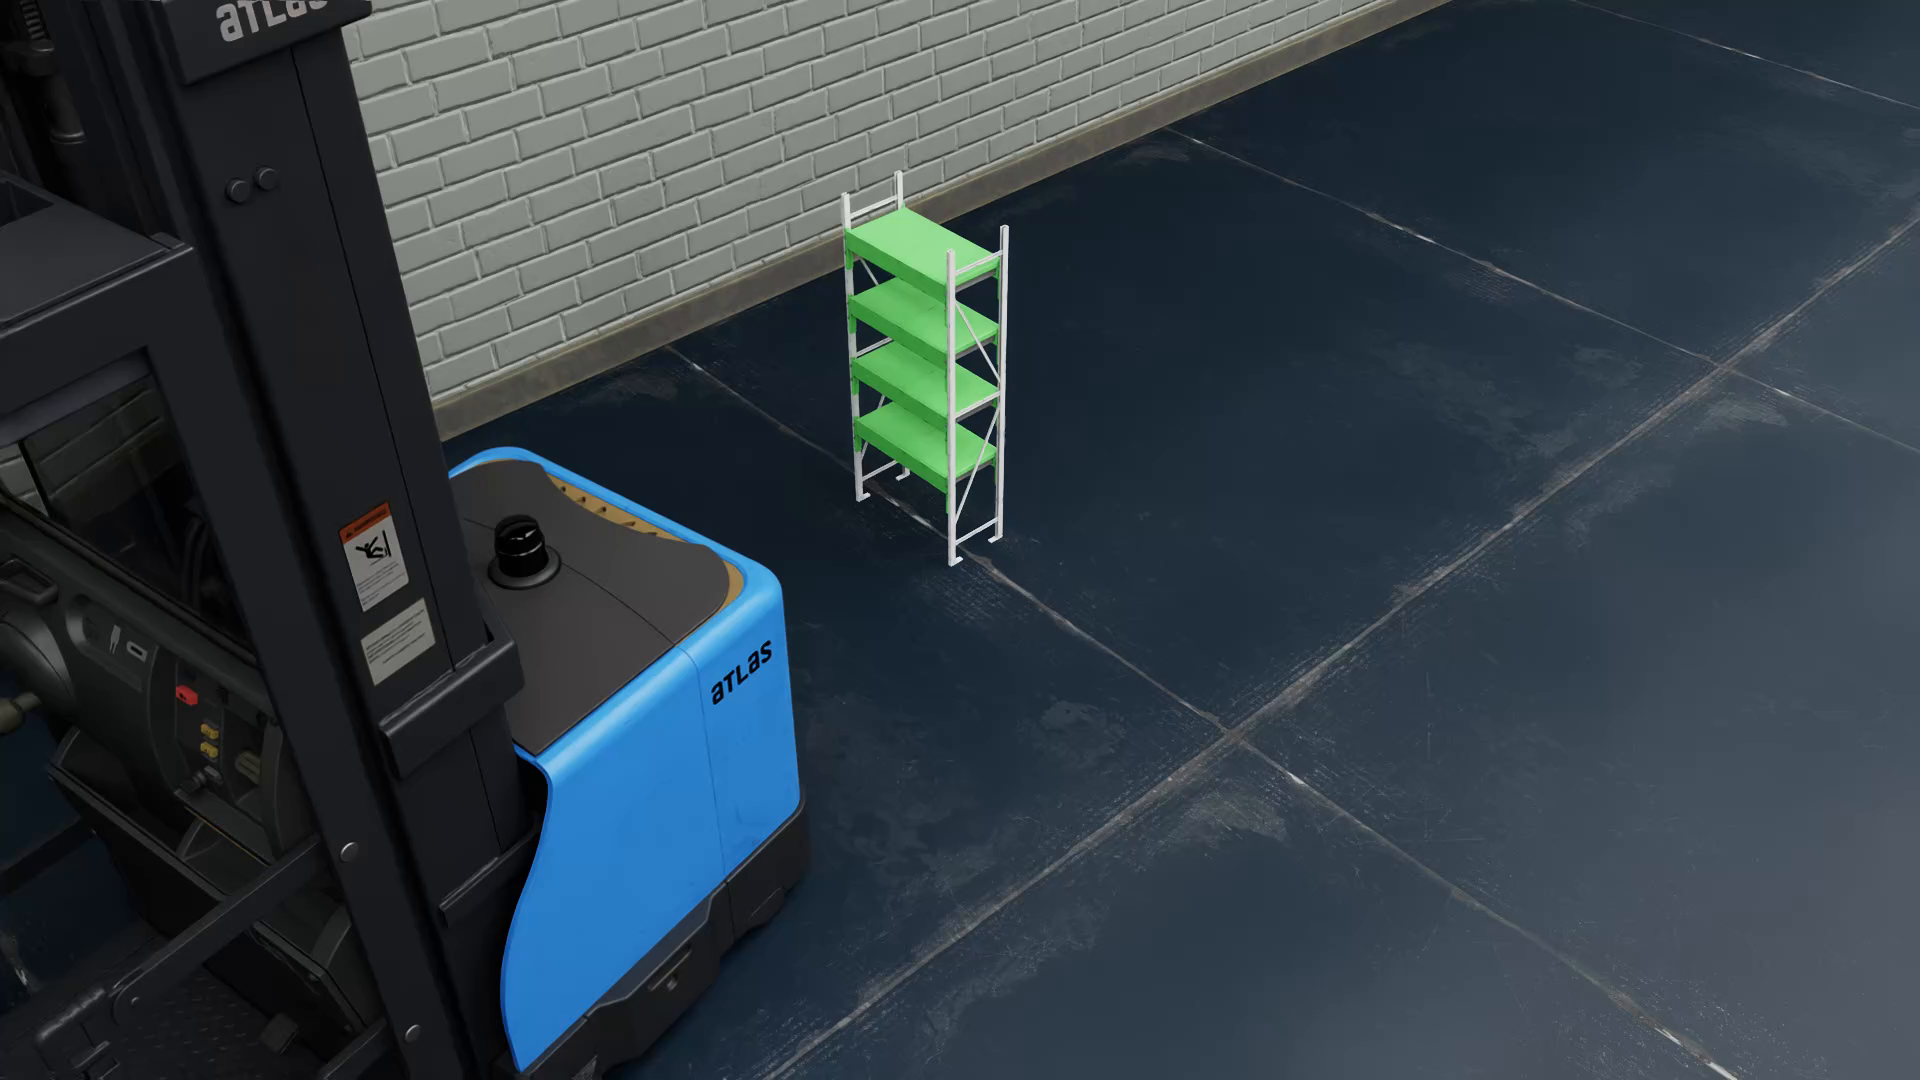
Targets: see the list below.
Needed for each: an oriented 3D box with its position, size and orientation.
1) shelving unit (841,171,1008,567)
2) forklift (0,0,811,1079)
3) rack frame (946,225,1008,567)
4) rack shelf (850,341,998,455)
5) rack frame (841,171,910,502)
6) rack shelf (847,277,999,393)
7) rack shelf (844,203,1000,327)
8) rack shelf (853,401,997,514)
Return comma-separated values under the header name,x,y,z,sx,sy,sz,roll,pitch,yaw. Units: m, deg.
name,x,y,z,sx,sy,sz,roll,pitch,yaw
shelving unit,-0.112,-0.543,5.468,0.258,1.200,0.503,-30,48,-32
forklift,-1.673,0.354,2.979,1.130,2.935,3.031,24,45,27
rack frame,0.053,-0.430,5.328,0.240,1.200,0.015,-30,48,-32
rack shelf,-0.112,-0.494,5.508,0.258,0.148,0.480,-30,48,-32
rack frame,-0.277,-0.656,5.608,0.240,1.200,0.015,-30,48,-32
rack shelf,-0.112,-0.680,5.357,0.258,0.148,0.480,-30,48,-32
rack shelf,-0.112,-0.867,5.206,0.258,0.148,0.480,-30,48,-32
rack shelf,-0.112,-0.307,5.659,0.258,0.148,0.480,-30,48,-32
